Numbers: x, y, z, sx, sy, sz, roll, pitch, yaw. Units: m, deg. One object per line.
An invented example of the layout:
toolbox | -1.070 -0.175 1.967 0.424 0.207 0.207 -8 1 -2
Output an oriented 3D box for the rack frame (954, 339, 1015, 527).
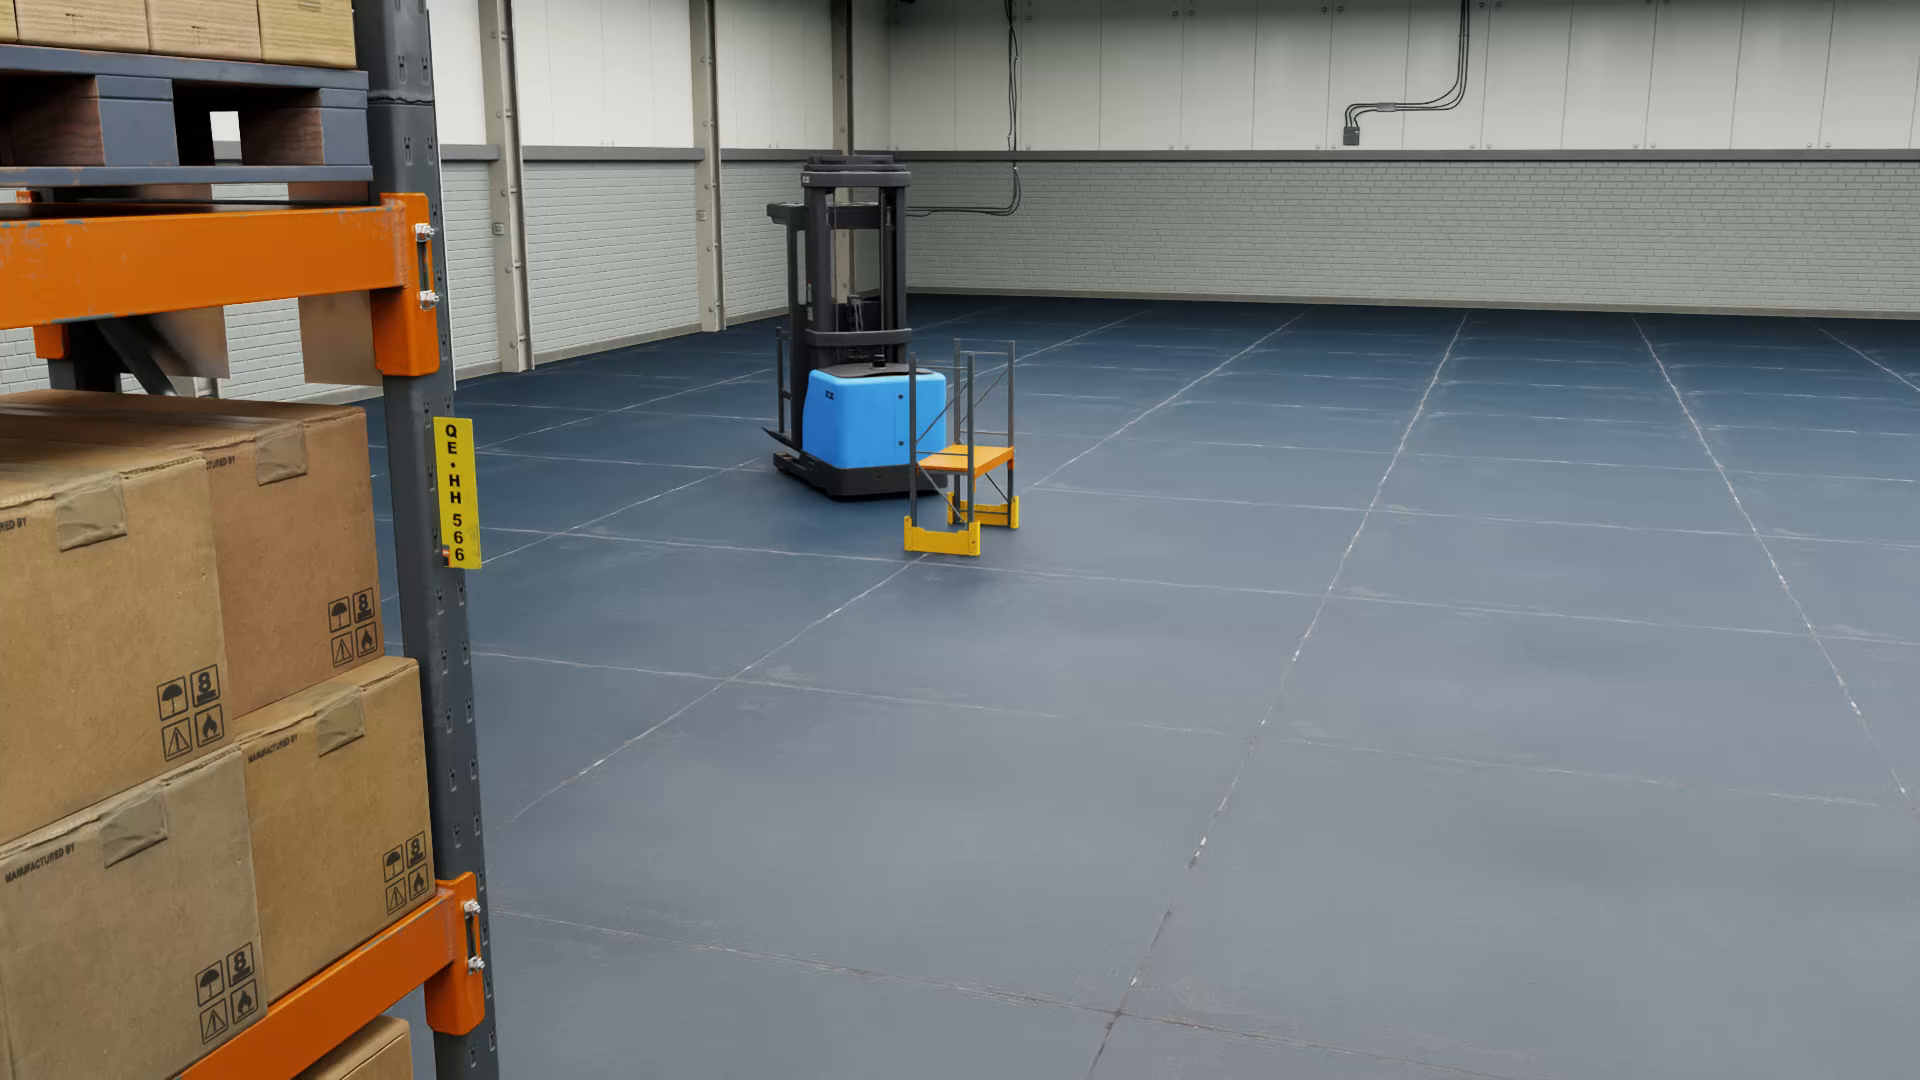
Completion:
rack frame | 0.192 -0.856 13.369 0.500 1.500 0.032 4 14 18

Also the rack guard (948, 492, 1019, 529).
rack guard | 0.186 -0.243 13.490 0.587 0.250 0.087 4 14 18

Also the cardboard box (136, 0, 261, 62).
cardboard box | -1.452 -0.907 2.874 0.380 0.149 0.250 4 14 19

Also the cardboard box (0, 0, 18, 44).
cardboard box | -1.617 -0.799 2.404 0.380 0.149 0.250 4 14 19

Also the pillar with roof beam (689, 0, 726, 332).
pillar with roof beam | -0.236 -7.739 26.671 9.100 9.000 0.400 4 14 18

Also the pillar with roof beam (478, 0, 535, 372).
pillar with roof beam | -2.178 -6.475 21.136 9.100 9.000 0.400 4 14 18

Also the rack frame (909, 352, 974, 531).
rack frame | -0.137 -0.642 12.431 0.500 1.500 0.032 4 14 18

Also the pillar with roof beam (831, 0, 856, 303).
pillar with roof beam | 1.705 -9.002 32.206 9.100 9.000 0.548 4 14 18

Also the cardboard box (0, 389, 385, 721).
cardboard box | -1.739 0.015 3.417 0.875 0.550 0.550 4 14 18

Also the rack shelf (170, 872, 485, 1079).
rack shelf | -2.230 1.311 2.119 1.077 0.370 4.000 4 14 18

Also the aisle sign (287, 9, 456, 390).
aisle sign | -1.276 -0.721 3.565 0.394 0.787 0.004 4 14 18

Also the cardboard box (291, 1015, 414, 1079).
cardboard box | -1.740 1.518 3.427 0.875 0.875 0.875 4 14 19

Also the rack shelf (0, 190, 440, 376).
rack shelf | -2.230 -0.151 1.785 1.077 0.370 4.000 4 14 18

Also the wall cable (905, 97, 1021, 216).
wall cable | -0.164 -8.323 36.210 3.097 2.526 0.112 4 14 18

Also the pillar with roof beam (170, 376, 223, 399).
pillar with roof beam | -4.119 -5.212 15.601 9.100 9.000 0.400 4 14 18

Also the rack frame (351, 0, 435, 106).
rack frame | -1.583 -2.385 3.216 1.000 3.000 0.127 4 14 18

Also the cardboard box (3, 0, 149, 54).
cardboard box | -1.534 -0.853 2.637 0.380 0.149 0.250 5 14 19

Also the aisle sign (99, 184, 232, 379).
aisle sign | -1.844 -0.765 3.755 0.394 0.787 0.004 4 14 18

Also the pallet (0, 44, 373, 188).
pallet | -1.813 -0.723 2.872 1.003 0.211 1.213 4 14 18

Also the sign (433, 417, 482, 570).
sign | -1.074 -0.099 3.545 0.100 0.325 0.005 4 14 18

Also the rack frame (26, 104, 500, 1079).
rack frame | -1.583 0.539 3.884 1.000 3.000 0.127 4 14 18

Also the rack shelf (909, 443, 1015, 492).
rack shelf | 0.028 -0.574 12.940 0.538 0.185 1.000 4 14 18

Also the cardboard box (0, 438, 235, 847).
cardboard box | -1.830 0.138 2.881 0.875 0.550 0.550 4 14 18

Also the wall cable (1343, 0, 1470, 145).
wall cable | 8.814 -10.808 32.476 2.305 6.003 0.169 4 14 18

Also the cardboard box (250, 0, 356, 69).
cardboard box | -1.370 -0.960 3.107 0.380 0.149 0.250 4 14 18

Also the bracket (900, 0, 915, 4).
bracket | -1.132 -11.628 35.620 0.235 0.232 0.430 4 14 18

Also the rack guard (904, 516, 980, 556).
rack guard | -0.136 -0.033 12.571 0.587 0.250 0.087 4 14 18

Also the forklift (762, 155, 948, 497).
forklift | -1.138 -2.086 15.540 1.130 2.935 3.031 -5 14 -22

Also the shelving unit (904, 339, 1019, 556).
shelving unit | 0.025 -0.747 12.891 0.587 1.500 1.083 4 14 18

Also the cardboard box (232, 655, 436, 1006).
cardboard box | -1.660 0.548 3.511 0.875 0.550 0.550 4 14 18

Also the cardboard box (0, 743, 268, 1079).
cardboard box | -1.817 0.665 2.996 0.875 0.550 0.550 4 14 18

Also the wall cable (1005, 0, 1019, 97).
wall cable | 2.396 -10.591 34.794 3.097 2.526 0.112 4 14 18
